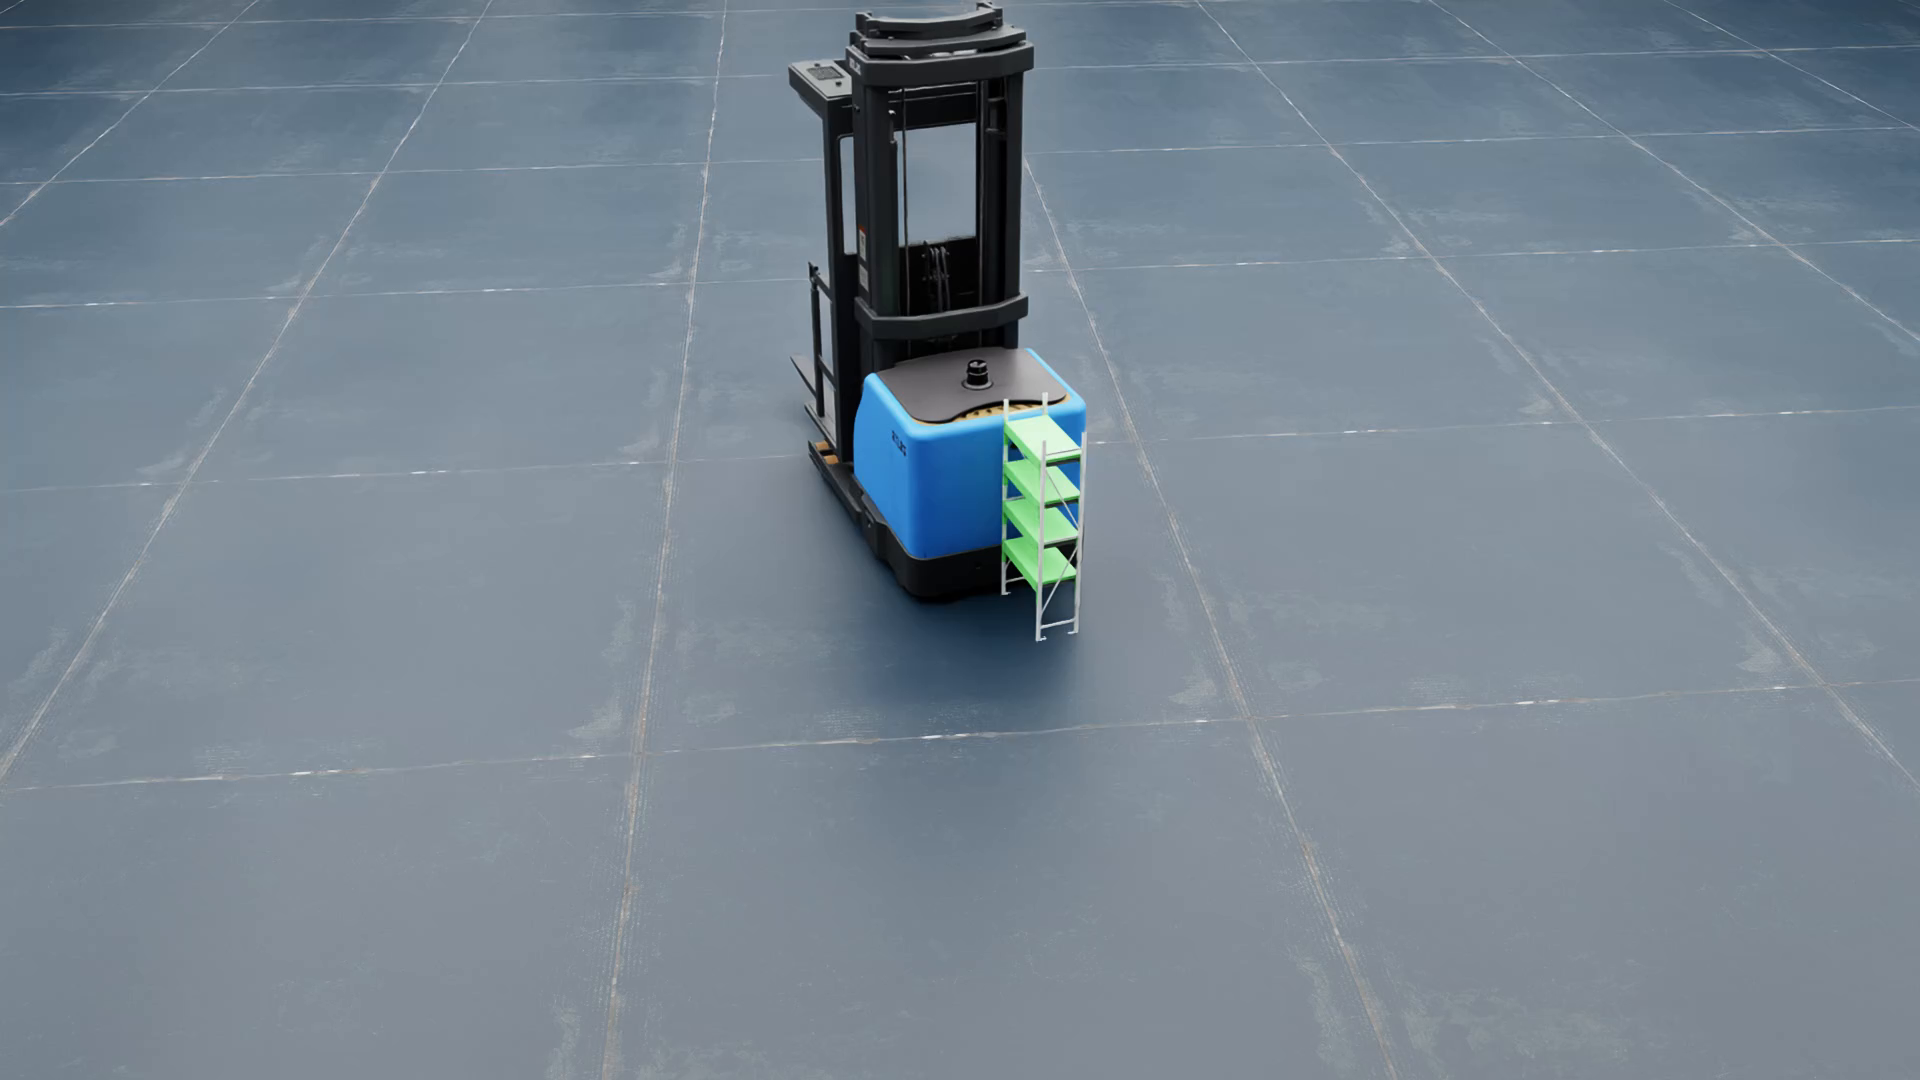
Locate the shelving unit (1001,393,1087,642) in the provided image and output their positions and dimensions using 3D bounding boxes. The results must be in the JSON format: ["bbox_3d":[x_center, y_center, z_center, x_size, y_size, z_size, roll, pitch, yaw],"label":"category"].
[{"bbox_3d":[0.431,-0.115,8.773,0.258,1.200,0.503,-11,33,-18],"label":"shelving unit"}]

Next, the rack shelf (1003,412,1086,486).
[{"bbox_3d":[0.431,-0.472,8.559,0.258,0.148,0.480,-11,33,-18],"label":"rack shelf"}]

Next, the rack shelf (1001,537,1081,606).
[{"bbox_3d":[0.431,0.146,8.929,0.258,0.148,0.480,-11,33,-18],"label":"rack shelf"}]

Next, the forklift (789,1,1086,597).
[{"bbox_3d":[-0.309,-1.690,9.722,1.130,2.935,3.031,-11,33,-18],"label":"forklift"}]

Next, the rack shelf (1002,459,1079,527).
[{"bbox_3d":[0.431,-0.266,8.682,0.258,0.148,0.480,-11,33,-18],"label":"rack shelf"}]

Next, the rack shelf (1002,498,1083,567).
[{"bbox_3d":[0.431,-0.060,8.805,0.258,0.148,0.480,-11,33,-18],"label":"rack shelf"}]

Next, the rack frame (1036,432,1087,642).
[{"bbox_3d":[0.519,0.002,8.577,0.240,1.200,0.015,-11,33,-18],"label":"rack frame"}]

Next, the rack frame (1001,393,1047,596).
[{"bbox_3d":[0.343,-0.232,8.968,0.240,1.200,0.015,-11,33,-18],"label":"rack frame"}]
